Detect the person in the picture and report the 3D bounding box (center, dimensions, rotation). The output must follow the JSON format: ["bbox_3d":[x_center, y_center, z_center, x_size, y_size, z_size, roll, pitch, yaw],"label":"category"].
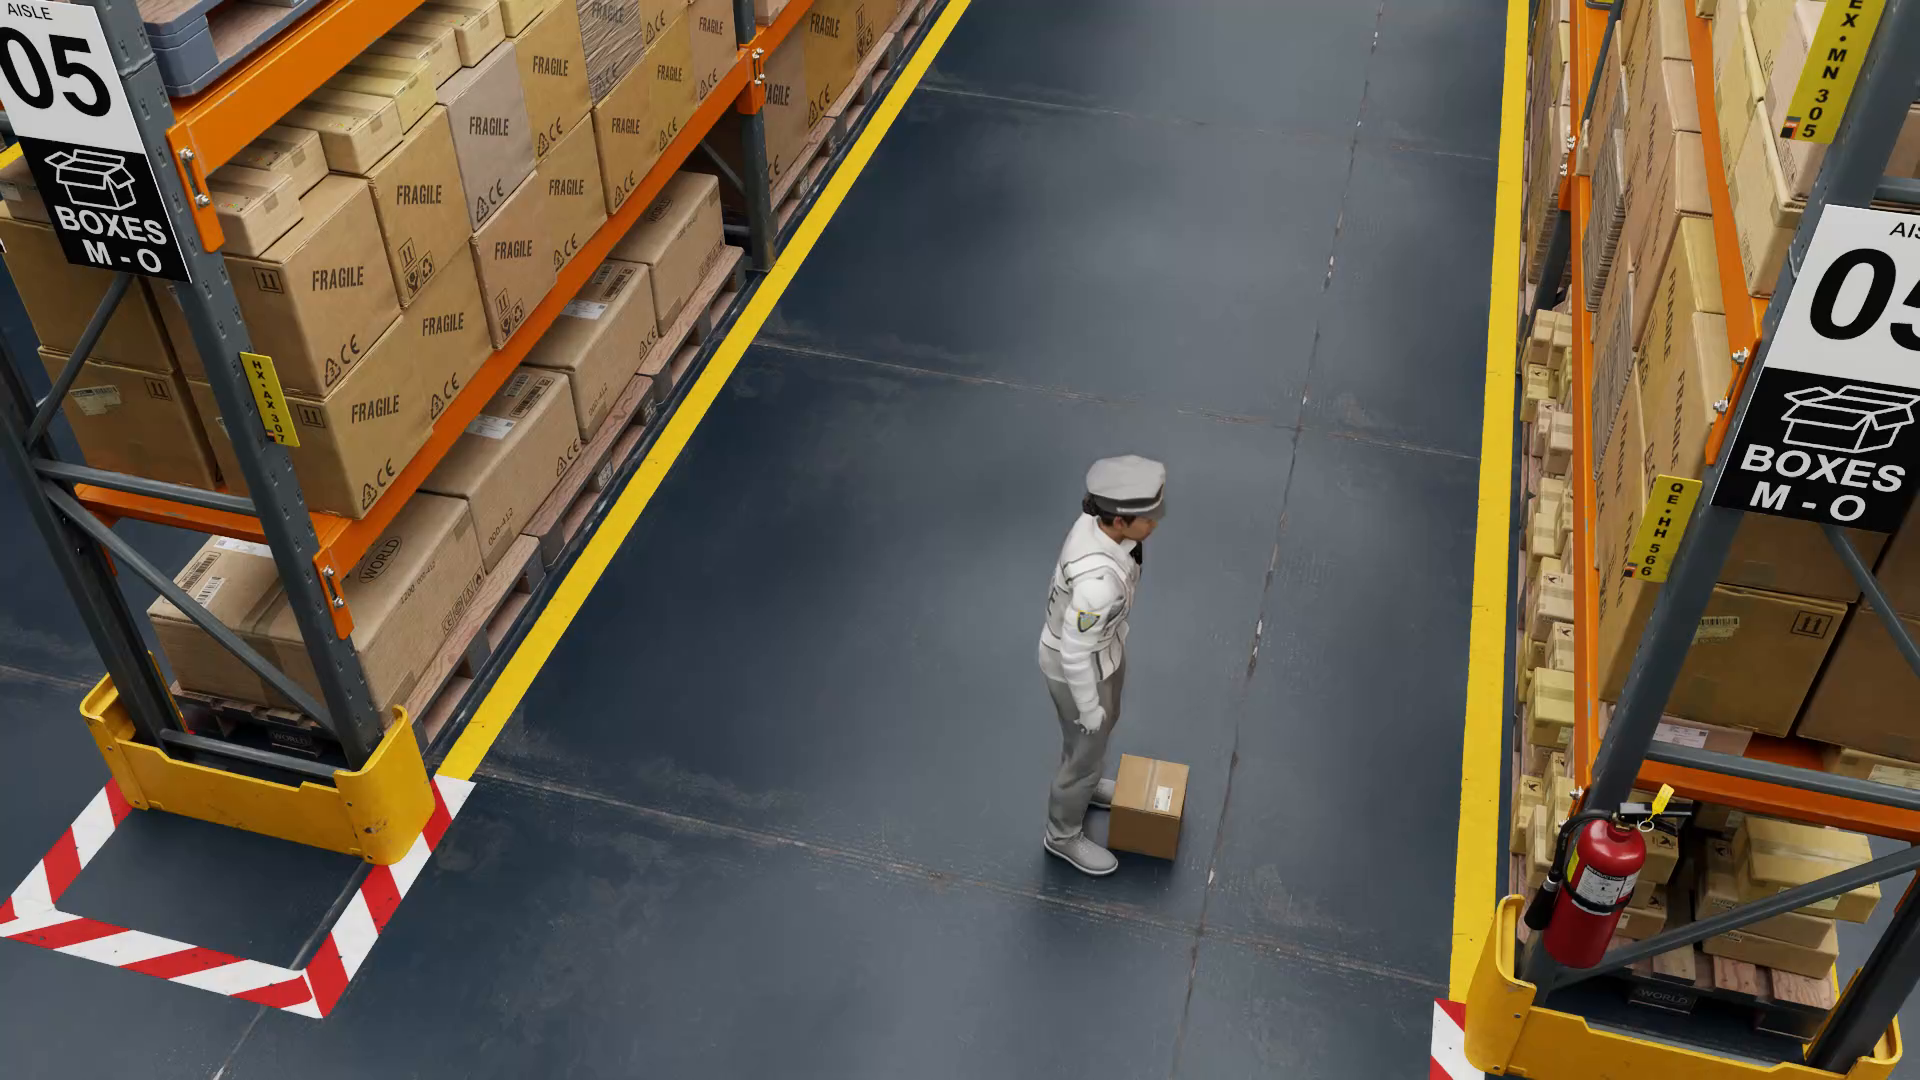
[{"bbox_3d":[0.462,0.415,5.683,0.378,1.663,0.531,10,42,11],"label":"person"}]
